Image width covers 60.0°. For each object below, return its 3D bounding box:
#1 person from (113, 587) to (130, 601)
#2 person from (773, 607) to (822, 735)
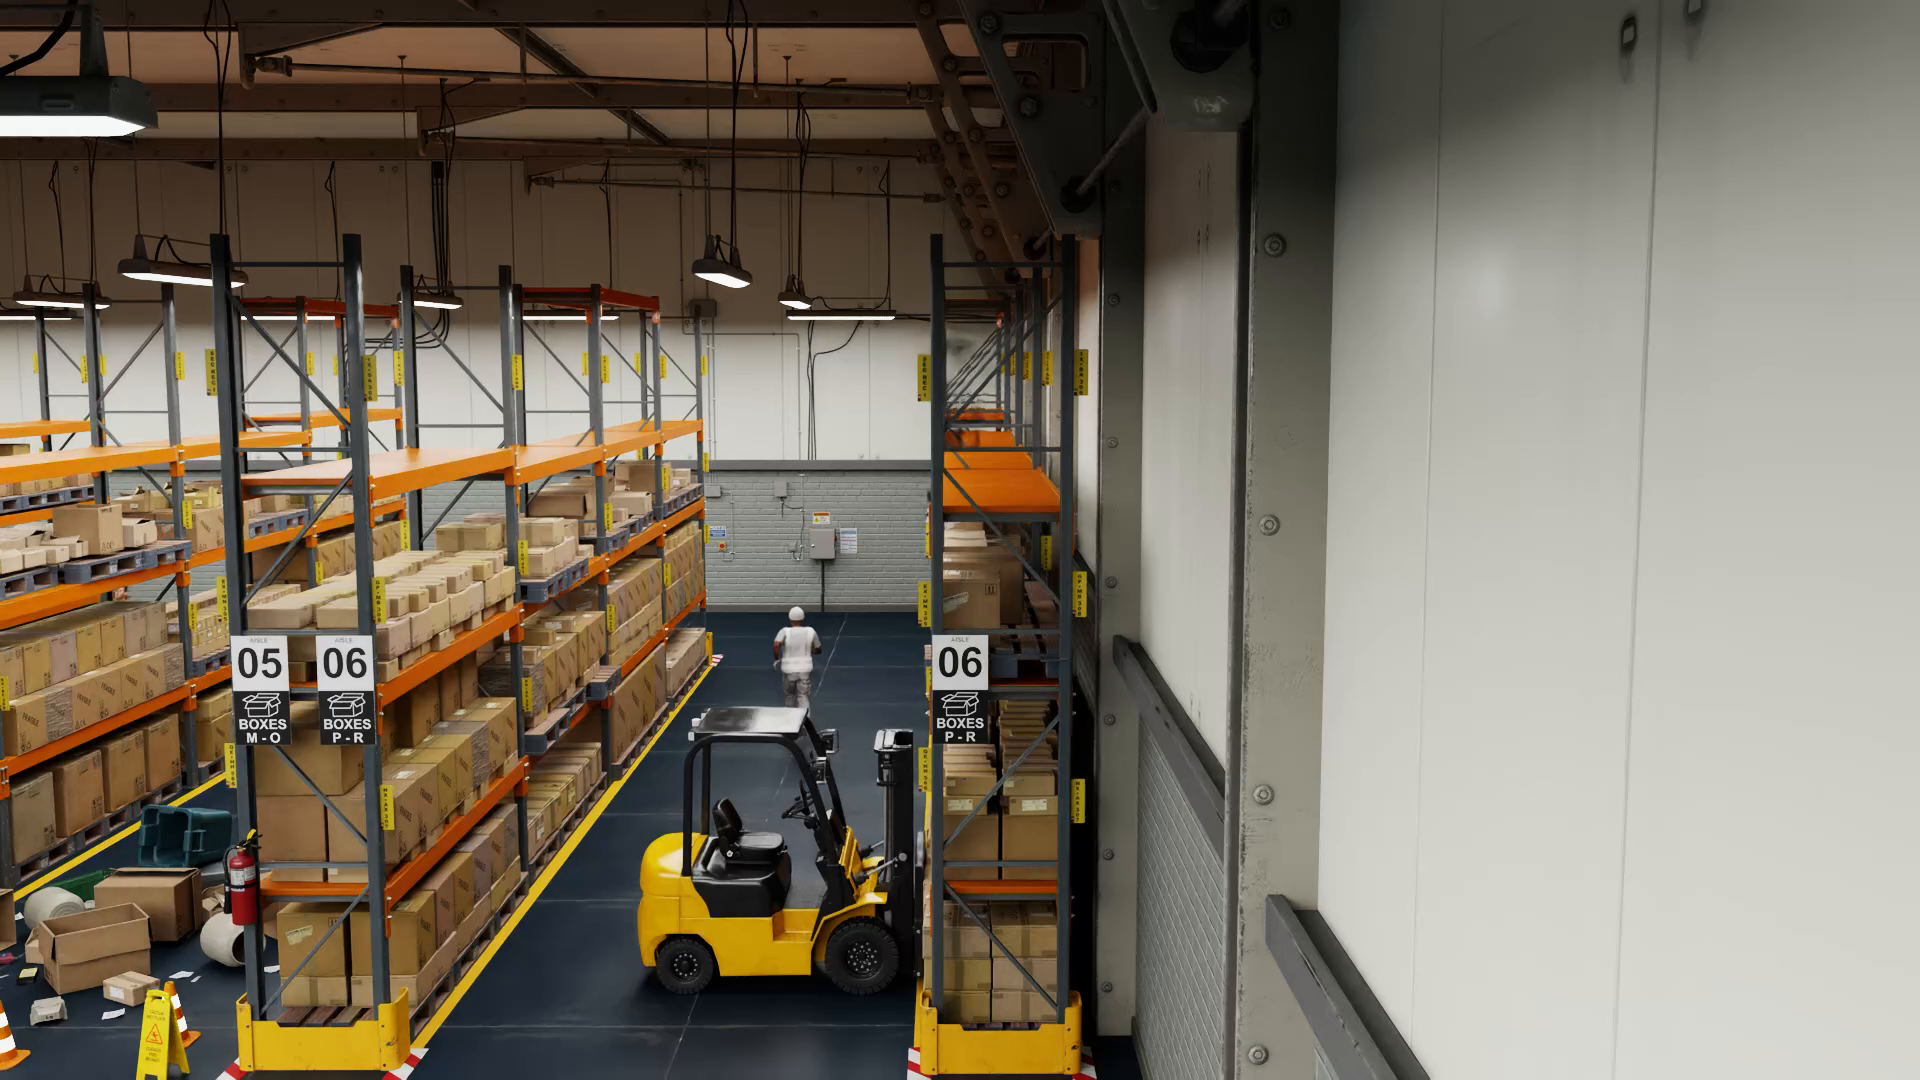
[{"bbox_3d":[-12.900,1.514,25.587,0.543,1.717,0.719,-1,6,-10],"label":"person"},{"bbox_3d":[-2.199,1.804,22.455,0.682,1.808,0.985,-1,6,-11],"label":"person"}]
